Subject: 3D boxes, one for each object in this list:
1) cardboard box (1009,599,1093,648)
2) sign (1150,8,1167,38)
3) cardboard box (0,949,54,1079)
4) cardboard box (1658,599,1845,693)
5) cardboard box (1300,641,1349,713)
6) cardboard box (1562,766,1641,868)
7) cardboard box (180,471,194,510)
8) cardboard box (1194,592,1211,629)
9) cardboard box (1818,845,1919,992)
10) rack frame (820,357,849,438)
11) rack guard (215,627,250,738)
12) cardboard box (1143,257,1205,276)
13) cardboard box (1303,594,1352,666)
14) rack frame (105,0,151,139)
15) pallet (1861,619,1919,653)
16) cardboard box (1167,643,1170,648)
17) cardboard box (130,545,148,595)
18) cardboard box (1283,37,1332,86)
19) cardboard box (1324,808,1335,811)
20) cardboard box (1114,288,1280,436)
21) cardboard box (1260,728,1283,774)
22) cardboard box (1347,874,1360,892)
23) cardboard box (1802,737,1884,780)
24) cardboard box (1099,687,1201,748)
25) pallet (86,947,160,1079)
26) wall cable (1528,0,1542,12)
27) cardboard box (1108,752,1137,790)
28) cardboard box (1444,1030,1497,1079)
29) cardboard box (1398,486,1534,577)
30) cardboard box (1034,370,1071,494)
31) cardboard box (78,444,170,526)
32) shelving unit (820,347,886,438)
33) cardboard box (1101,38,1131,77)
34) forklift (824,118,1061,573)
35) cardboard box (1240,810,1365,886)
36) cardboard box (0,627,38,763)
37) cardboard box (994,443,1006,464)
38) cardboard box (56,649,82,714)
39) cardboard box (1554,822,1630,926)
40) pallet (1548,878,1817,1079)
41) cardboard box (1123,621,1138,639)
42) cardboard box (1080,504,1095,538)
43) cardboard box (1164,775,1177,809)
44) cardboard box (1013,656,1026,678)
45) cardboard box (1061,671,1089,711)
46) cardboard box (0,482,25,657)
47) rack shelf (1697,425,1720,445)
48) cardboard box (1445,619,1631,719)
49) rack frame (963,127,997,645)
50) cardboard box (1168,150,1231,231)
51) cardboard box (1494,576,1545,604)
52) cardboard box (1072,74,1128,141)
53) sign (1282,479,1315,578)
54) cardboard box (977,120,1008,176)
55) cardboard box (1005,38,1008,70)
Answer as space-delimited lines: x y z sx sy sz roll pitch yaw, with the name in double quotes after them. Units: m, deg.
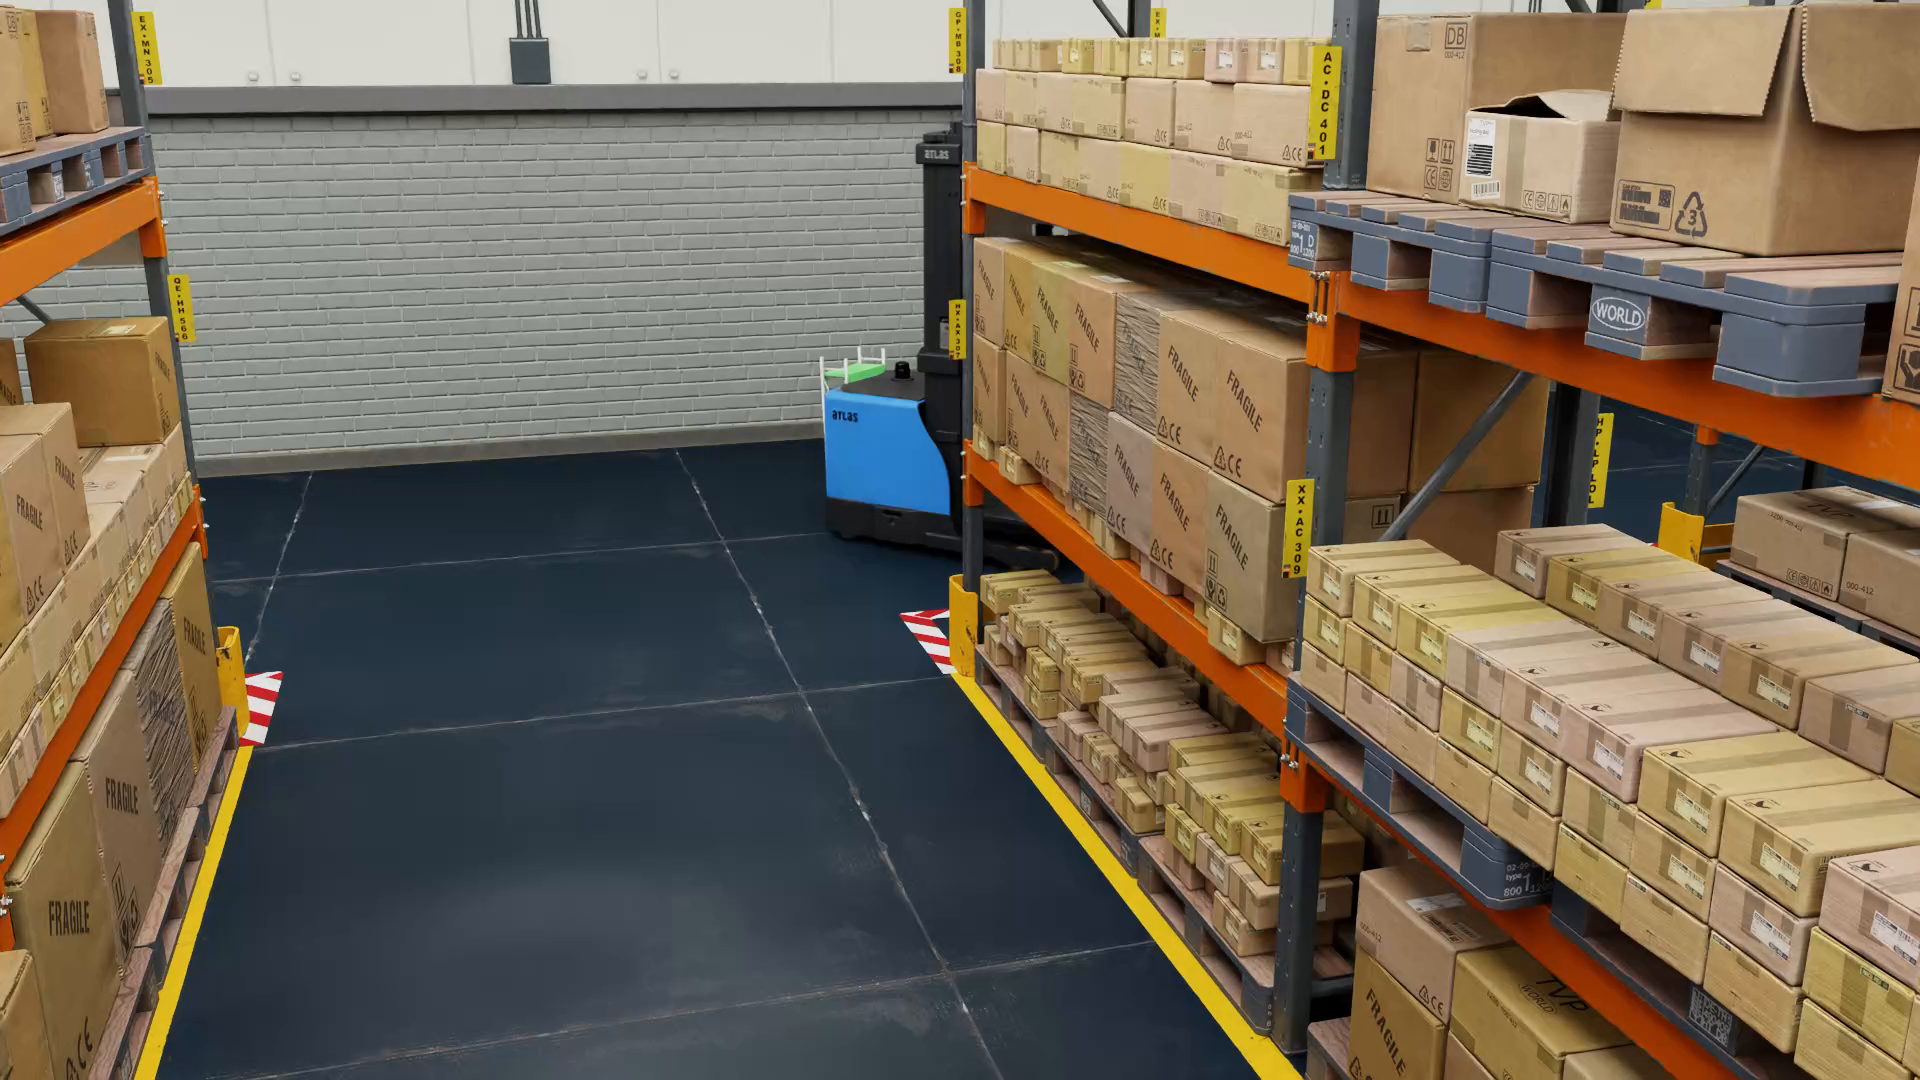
0.467 0.425 8.514 0.380 0.149 0.250 -5 17 -15 "cardboard box"
1.051 -2.672 8.879 0.100 0.325 0.005 -5 17 -15 "sign"
-2.990 1.690 4.075 1.225 0.875 0.875 -5 17 -15 "cardboard box"
2.125 0.282 4.471 0.380 0.149 0.250 -5 17 -15 "cardboard box"
1.277 0.398 5.119 0.380 0.149 0.250 -6 18 -18 "cardboard box"
1.643 0.618 3.869 0.380 0.149 0.250 -5 17 -16 "cardboard box"
-3.870 -0.216 7.893 0.380 0.149 0.250 -4 17 -14 "cardboard box"
1.116 0.252 6.335 0.380 0.149 0.250 -4 17 -13 "cardboard box"
1.859 0.692 3.106 0.380 0.149 0.250 -5 17 -15 "cardboard box"
-0.908 -0.760 12.376 0.240 1.200 0.015 7 18 31 "rack frame"
-4.291 0.782 8.479 1.175 0.500 0.348 -5 17 -15 "rack guard"
1.168 -1.052 7.810 0.500 0.500 0.500 -4 17 -12 "cardboard box"
1.277 0.256 5.076 0.380 0.149 0.250 -4 17 -14 "cardboard box"
-4.285 -3.282 7.235 1.000 3.000 0.127 -5 17 -15 "rack frame"
5.870 0.695 9.270 1.003 0.211 1.213 -5 17 -15 "pallet"
1.246 0.515 8.214 0.380 0.149 0.250 -4 17 -13 "cardboard box"
-3.516 0.138 6.714 0.380 0.149 0.250 -5 17 -15 "cardboard box"
1.262 -1.526 5.303 0.380 0.149 0.250 -6 18 -18 "cardboard box"
1.562 1.103 6.776 0.380 0.149 0.250 -5 17 -16 "cardboard box"
0.948 -0.729 6.737 0.500 0.500 0.500 -4 17 -14 "cardboard box"
1.487 0.884 6.986 0.380 0.149 0.250 -5 17 -17 "cardboard box"
1.747 1.298 6.641 0.380 0.149 0.250 -4 17 -14 "cardboard box"
2.276 0.569 4.032 0.380 0.149 0.250 -5 17 -15 "cardboard box"
0.834 0.780 7.332 0.380 0.149 0.250 -5 18 -17 "cardboard box"
-3.319 1.817 5.536 1.003 0.211 1.213 -5 17 -15 "pallet"
6.822 -5.903 15.895 2.988 3.039 0.133 -5 17 -15 "wall cable"
0.884 1.053 7.459 0.380 0.149 0.250 -4 17 -14 "cardboard box"
1.706 1.701 4.689 0.500 0.500 0.500 -4 17 -13 "cardboard box"
1.717 -0.013 6.092 0.500 0.500 0.500 -5 17 -16 "cardboard box"
0.664 -0.534 7.826 0.500 0.500 0.500 -4 17 -15 "cardboard box"
-3.758 -0.226 7.233 0.500 0.250 0.500 -5 17 -16 "cardboard box"
-0.780 -0.819 12.575 0.258 1.200 0.503 7 18 31 "shelving unit"
0.793 -1.950 6.716 0.380 0.149 0.250 -5 17 -16 "cardboard box"
0.569 -1.343 11.329 3.031 2.935 1.130 9 19 27 "forklift"
1.263 1.135 6.150 0.380 0.149 0.250 -4 17 -14 "cardboard box"
-3.063 0.477 4.895 0.500 0.250 0.500 -5 17 -16 "cardboard box"
0.396 -0.470 8.738 0.380 0.149 0.250 -4 17 -13 "cardboard box"
-3.166 0.492 5.536 0.380 0.149 0.250 -5 17 -17 "cardboard box"
1.641 0.759 3.918 0.380 0.149 0.250 -5 17 -16 "cardboard box"
2.127 0.988 3.783 1.003 0.211 1.213 -5 17 -15 "pallet"
1.076 0.516 8.728 0.380 0.149 0.250 -5 18 -18 "cardboard box"
0.764 -0.109 7.539 0.380 0.149 0.250 -4 17 -13 "cardboard box"
1.067 1.070 6.885 0.380 0.149 0.250 -5 17 -15 "cardboard box"
0.499 0.628 8.874 0.380 0.149 0.250 -5 17 -15 "cardboard box"
0.713 0.701 8.114 0.380 0.149 0.250 -6 18 -18 "cardboard box"
-3.071 0.116 4.794 0.500 0.500 0.500 -5 17 -15 "cardboard box"
5.793 -0.294 8.968 1.077 0.370 4.000 -5 17 -15 "rack shelf"
1.494 0.330 4.311 0.380 0.149 0.250 -5 17 -16 "cardboard box"
0.512 -0.773 9.310 1.000 3.000 0.127 -5 17 -15 "rack frame"
1.091 -1.284 6.060 0.500 0.250 0.500 -5 17 -15 "cardboard box"
1.910 0.205 5.245 0.380 0.149 0.250 -4 17 -14 "cardboard box"
0.795 -1.810 6.941 0.500 0.250 0.500 -5 18 -17 "cardboard box"
1.092 -0.036 5.352 0.100 0.325 0.005 -5 17 -15 "sign"
0.390 -1.993 8.419 0.500 0.250 0.500 -4 17 -13 "cardboard box"
0.435 -2.388 8.173 0.380 0.149 0.250 -4 17 -13 "cardboard box"
